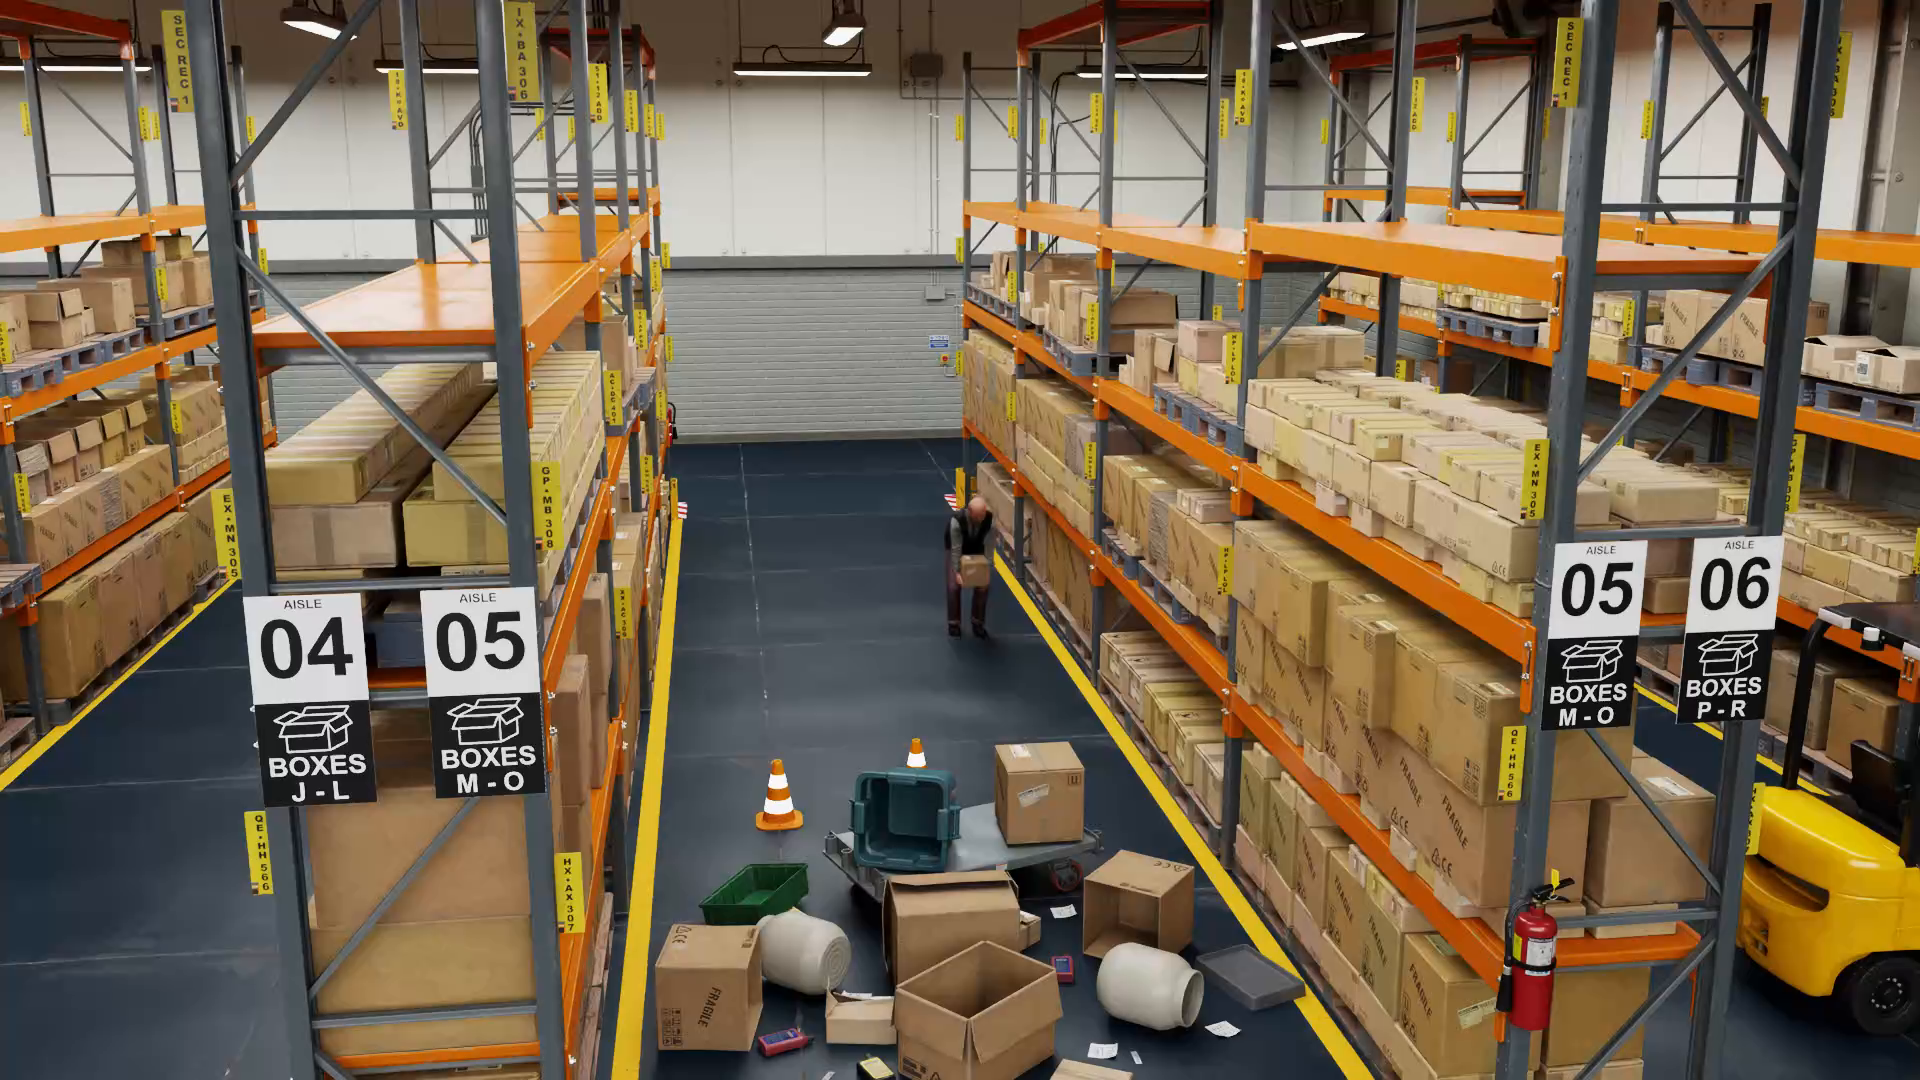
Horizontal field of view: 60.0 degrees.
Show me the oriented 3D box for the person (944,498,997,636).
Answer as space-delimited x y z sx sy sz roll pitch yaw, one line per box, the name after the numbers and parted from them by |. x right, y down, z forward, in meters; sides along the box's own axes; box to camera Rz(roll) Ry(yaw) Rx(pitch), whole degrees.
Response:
0.112 0.248 16.510 0.472 1.481 0.796 -2 13 -10 | person
